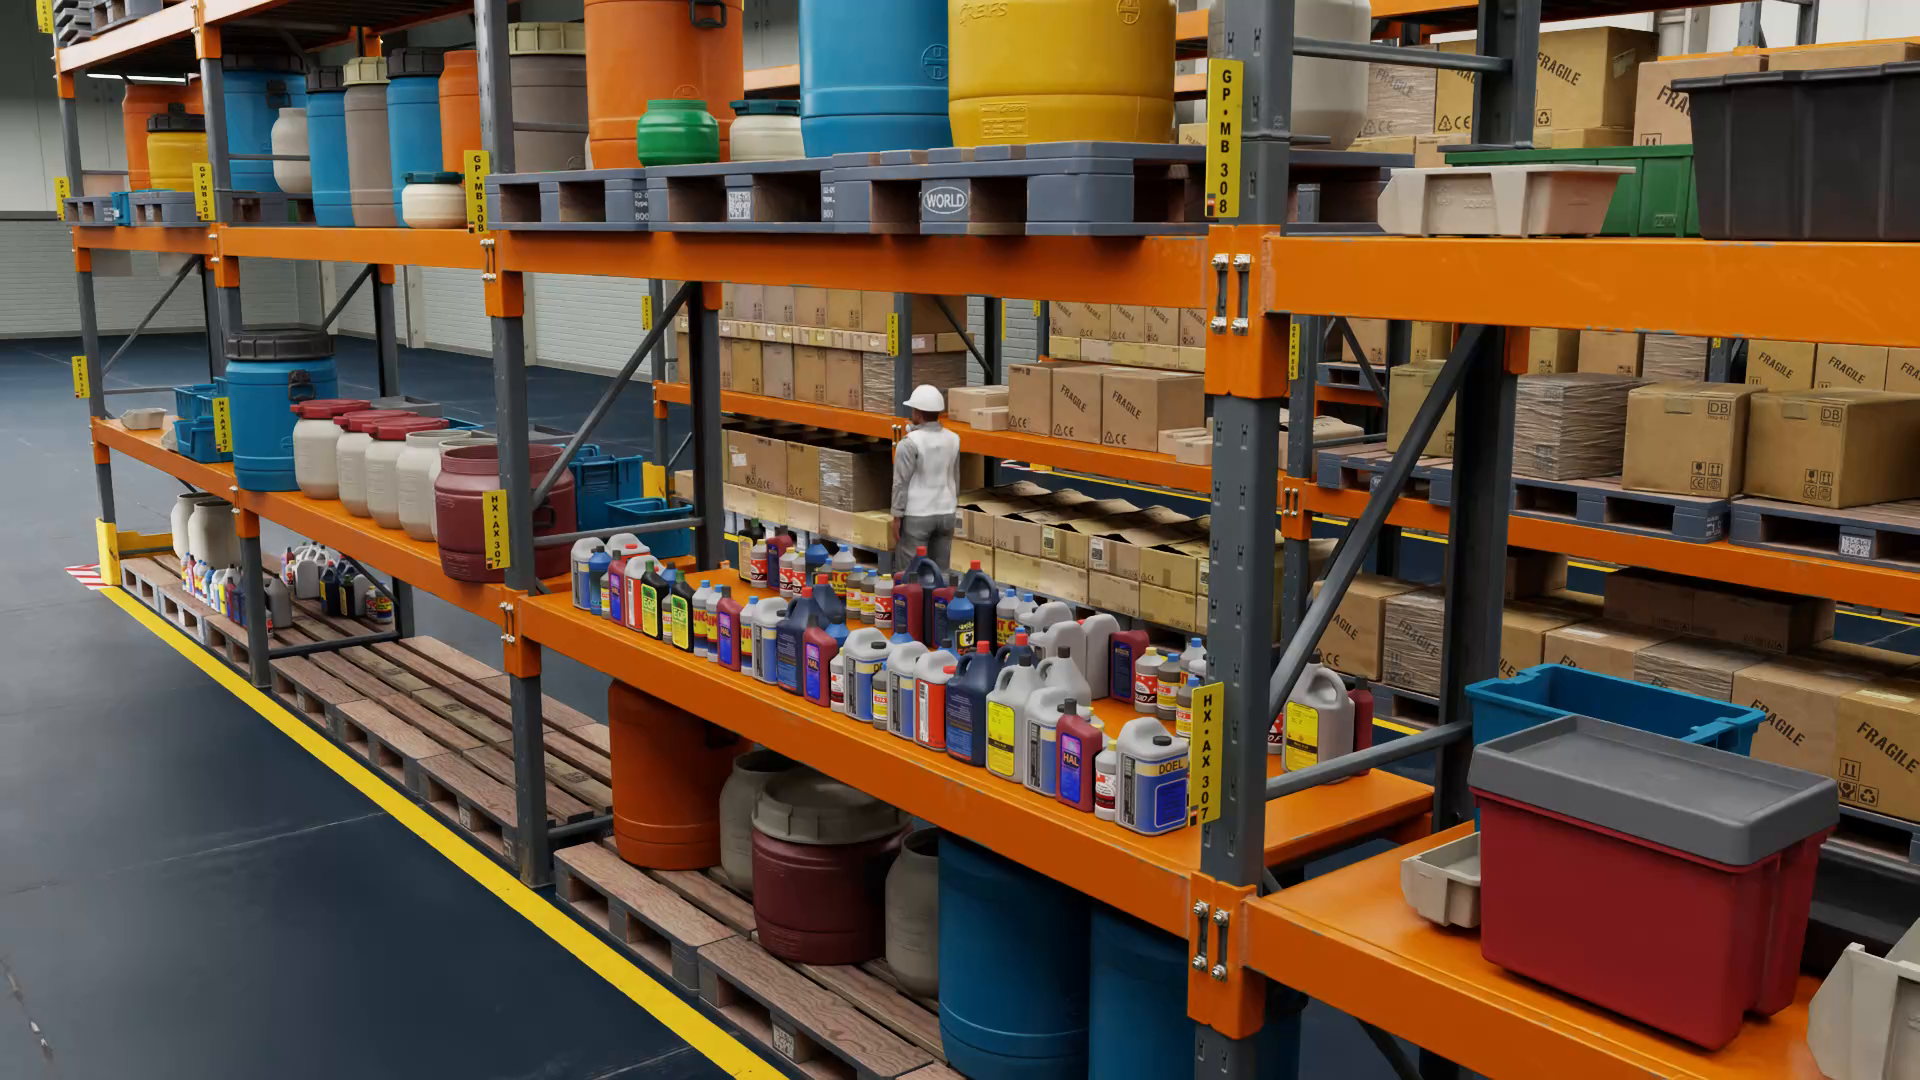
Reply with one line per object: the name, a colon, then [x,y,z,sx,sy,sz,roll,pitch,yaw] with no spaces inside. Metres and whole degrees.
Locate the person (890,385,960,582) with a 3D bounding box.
person: [-0.244,-0.165,11.236,0.533,1.772,0.359,-8,14,-36]
